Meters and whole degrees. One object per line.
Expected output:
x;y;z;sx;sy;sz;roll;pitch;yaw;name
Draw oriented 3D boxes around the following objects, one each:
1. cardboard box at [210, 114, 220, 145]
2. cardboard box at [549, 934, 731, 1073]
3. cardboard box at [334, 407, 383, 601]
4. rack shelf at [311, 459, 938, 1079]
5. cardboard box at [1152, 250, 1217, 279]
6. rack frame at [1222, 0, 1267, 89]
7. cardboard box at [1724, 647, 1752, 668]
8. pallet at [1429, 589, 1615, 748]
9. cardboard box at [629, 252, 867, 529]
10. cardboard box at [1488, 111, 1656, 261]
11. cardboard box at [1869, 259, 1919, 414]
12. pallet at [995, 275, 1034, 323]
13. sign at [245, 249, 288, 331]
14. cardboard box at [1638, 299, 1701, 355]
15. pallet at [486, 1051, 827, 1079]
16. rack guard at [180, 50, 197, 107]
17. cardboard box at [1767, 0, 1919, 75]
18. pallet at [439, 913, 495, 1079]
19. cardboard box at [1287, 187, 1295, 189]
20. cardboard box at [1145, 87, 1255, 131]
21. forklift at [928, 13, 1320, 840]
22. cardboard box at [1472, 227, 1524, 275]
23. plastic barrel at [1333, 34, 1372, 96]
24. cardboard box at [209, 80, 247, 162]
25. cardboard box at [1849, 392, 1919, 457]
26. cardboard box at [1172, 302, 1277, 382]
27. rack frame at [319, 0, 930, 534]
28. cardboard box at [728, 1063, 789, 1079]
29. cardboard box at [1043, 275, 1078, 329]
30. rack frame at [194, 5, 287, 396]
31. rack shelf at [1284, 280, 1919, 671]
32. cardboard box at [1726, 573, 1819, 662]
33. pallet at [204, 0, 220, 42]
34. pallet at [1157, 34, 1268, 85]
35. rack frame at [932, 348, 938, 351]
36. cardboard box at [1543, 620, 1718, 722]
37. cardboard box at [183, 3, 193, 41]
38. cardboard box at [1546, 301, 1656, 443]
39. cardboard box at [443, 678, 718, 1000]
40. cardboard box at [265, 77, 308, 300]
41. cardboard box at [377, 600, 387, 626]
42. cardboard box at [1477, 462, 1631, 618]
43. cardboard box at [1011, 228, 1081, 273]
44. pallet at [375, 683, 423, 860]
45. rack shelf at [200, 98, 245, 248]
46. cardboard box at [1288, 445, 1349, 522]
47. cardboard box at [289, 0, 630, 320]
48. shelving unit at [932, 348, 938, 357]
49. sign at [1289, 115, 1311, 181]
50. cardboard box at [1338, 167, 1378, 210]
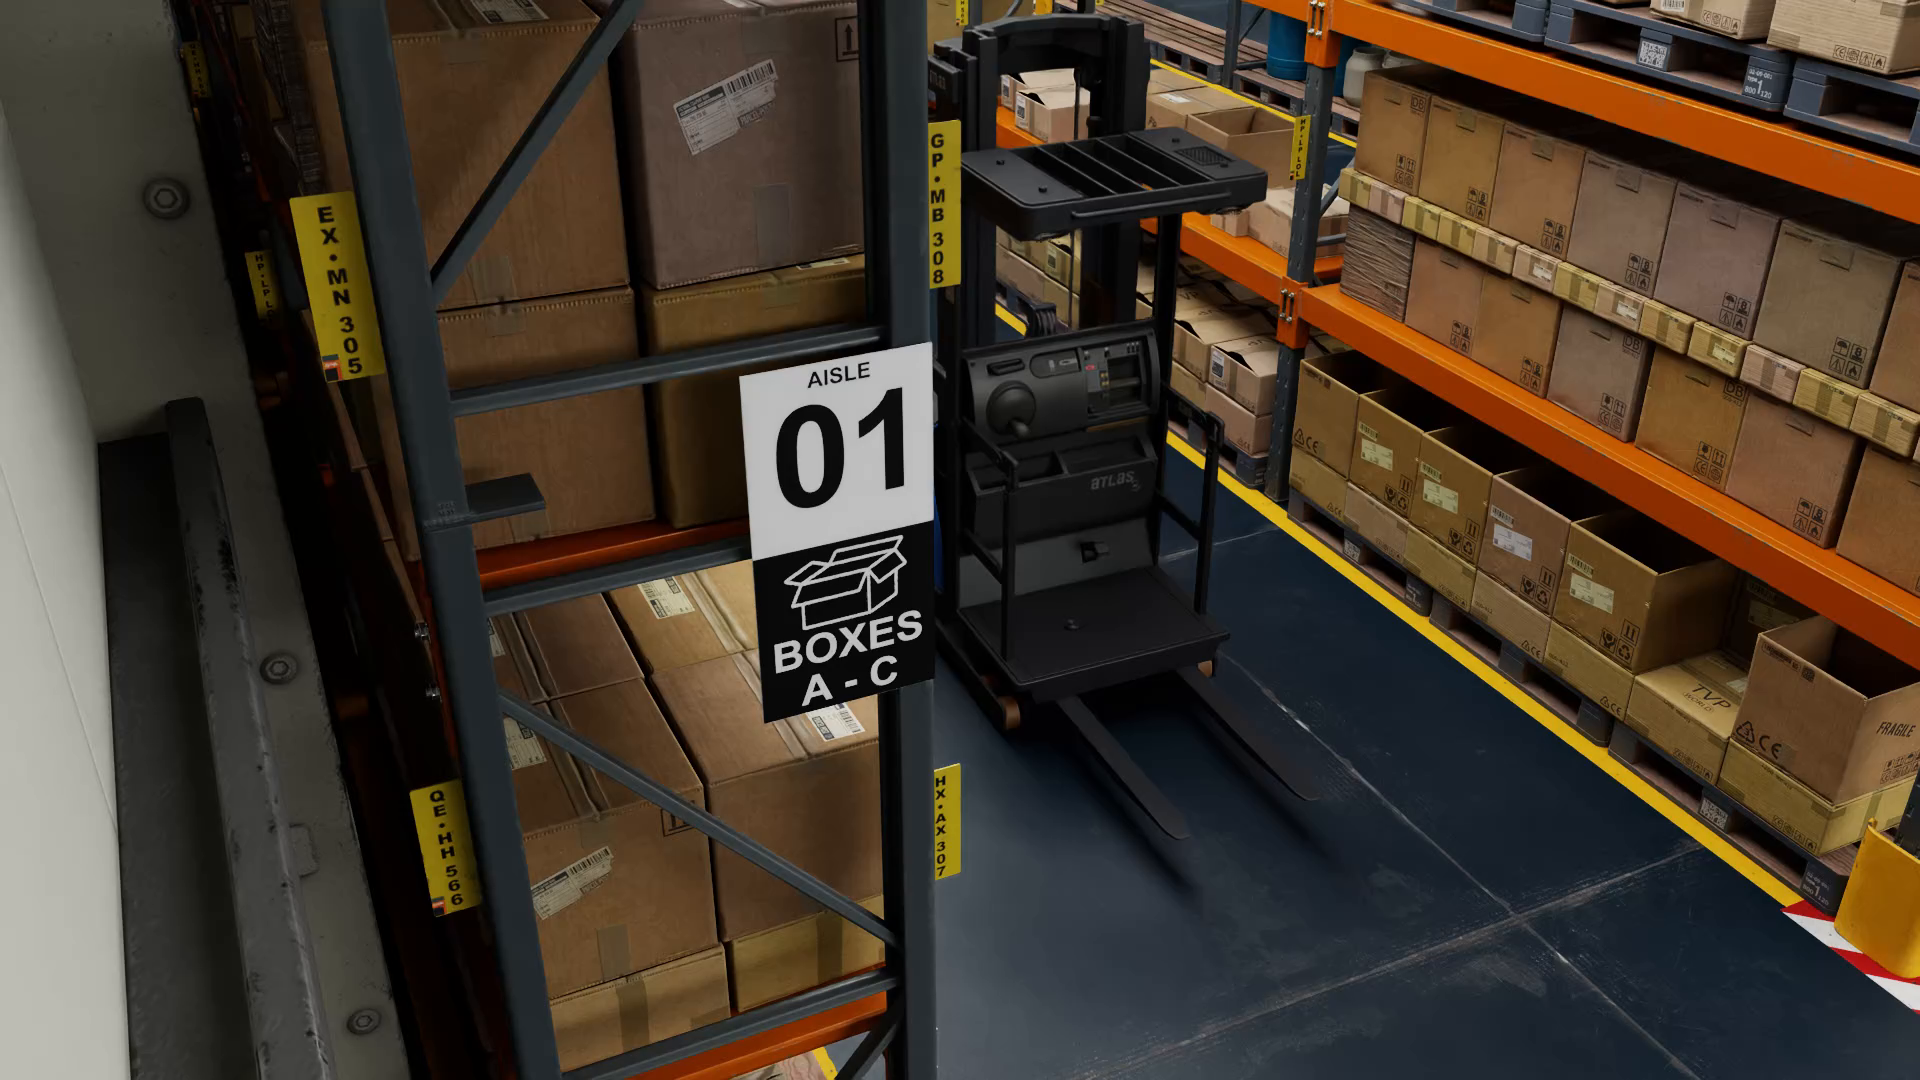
-4.836;-2.796;11.237;0.380;0.149;0.250;-14;32;-23;cardboard box
-0.910;1.055;4.266;0.500;0.250;0.500;-13;32;-21;cardboard box
-1.811;-0.171;5.686;0.500;0.500;0.500;-12;32;-21;cardboard box
-1.393;0.594;5.690;1.077;0.370;4.000;-13;32;-22;rack shelf
1.607;-1.787;11.010;0.500;0.311;0.500;-12;32;-21;cardboard box
3.262;-6.217;17.101;1.000;3.000;0.127;-13;32;-22;rack frame
3.691;0.635;7.265;0.500;0.250;0.500;-13;32;-22;cardboard box
3.052;0.471;8.025;1.003;0.211;1.213;-13;32;-22;pallet
-0.452;-0.397;3.533;0.500;0.500;0.500;-12;32;-21;cardboard box
2.850;-1.615;7.466;0.700;0.500;0.500;-13;32;-22;cardboard box
3.727;-0.720;5.869;0.700;0.500;0.500;-13;32;-22;cardboard box
0.822;-1.824;12.117;1.003;0.211;1.213;-13;32;-22;pallet
-2.751;-0.990;6.596;0.100;0.325;0.005;-13;32;-22;sign
3.045;-0.905;6.862;0.380;0.149;0.250;-12;32;-21;cardboard box
-0.884;1.980;5.334;1.003;0.211;1.213;-13;32;-22;pallet
-7.413;-4.824;17.173;1.175;0.500;0.348;-13;32;-22;rack guard
3.206;-1.818;5.771;0.500;0.250;0.500;-13;32;-22;cardboard box
-1.404;1.442;6.293;1.003;0.211;1.213;-13;32;-22;pallet
2.025;-1.969;9.784;0.380;0.149;0.250;-13;32;-22;cardboard box
1.465;-2.485;10.344;0.500;0.500;0.500;-13;32;-22;cardboard box
0.557;-0.652;7.247;1.130;2.935;3.031;-12;31;-20;forklift
2.601;-1.361;7.676;0.380;0.149;0.250;-14;32;-24;cardboard box
3.784;-4.928;16.519;0.600;0.901;0.708;-13;32;-22;plastic barrel
-4.410;-2.705;10.412;0.500;0.500;0.500;-13;32;-22;cardboard box
3.488;-0.448;6.049;0.380;0.149;0.250;-12;32;-21;cardboard box
1.559;-1.220;9.999;0.500;0.311;0.500;-12;32;-21;cardboard box
-0.534;-1.453;2.471;1.000;3.000;0.127;-13;32;-22;rack frame
-0.750;1.820;5.067;0.500;0.311;0.500;-17;33;-28;cardboard box
0.909;-1.652;11.343;0.500;0.250;0.500;-14;32;-23;cardboard box
-3.969;-2.370;10.241;1.000;3.000;0.127;-13;32;-22;rack frame
3.080;-0.447;7.548;1.077;0.370;4.000;-13;32;-22;rack shelf
3.692;0.307;7.082;0.500;0.500;0.500;-13;32;-22;cardboard box
-2.868;-2.582;7.744;1.213;0.211;1.003;-13;32;-22;pallet
2.911;-5.317;18.348;1.003;0.211;1.213;-13;32;-22;pallet
-0.149;-0.623;9.119;0.200;1.050;0.008;-12;31;-20;rack frame
2.999;0.525;7.461;0.500;0.250;0.500;-13;32;-22;cardboard box
-5.273;-3.611;12.027;0.500;0.500;0.500;-14;32;-23;cardboard box
3.082;-0.814;7.363;0.700;0.500;0.500;-12;31;-21;cardboard box
-0.929;0.730;4.079;0.500;0.500;0.500;-13;32;-23;cardboard box
-1.614;-1.015;4.635;0.500;0.500;0.500;-11;31;-19;cardboard box
-1.782;0.157;5.868;0.500;0.250;0.500;-14;32;-23;cardboard box
2.783;-0.023;7.671;0.500;0.500;0.500;-13;32;-22;cardboard box
0.696;-2.117;11.598;0.500;0.311;0.500;-14;32;-23;cardboard box
-1.931;0.903;7.256;1.003;0.211;1.213;-13;32;-22;pallet
-4.827;-2.940;11.992;1.077;0.370;4.000;-13;32;-22;rack shelf
2.146;-0.360;9.038;0.500;0.250;0.500;-13;32;-22;cardboard box
-0.955;-0.768;3.173;0.500;0.500;0.500;-12;31;-20;cardboard box
-0.101;-0.569;9.022;0.215;1.050;0.252;-12;31;-20;shelving unit
1.735;-1.997;8.473;0.100;0.325;0.005;-13;32;-22;sign
2.161;-1.812;8.480;0.380;0.149;0.250;-13;32;-22;cardboard box
